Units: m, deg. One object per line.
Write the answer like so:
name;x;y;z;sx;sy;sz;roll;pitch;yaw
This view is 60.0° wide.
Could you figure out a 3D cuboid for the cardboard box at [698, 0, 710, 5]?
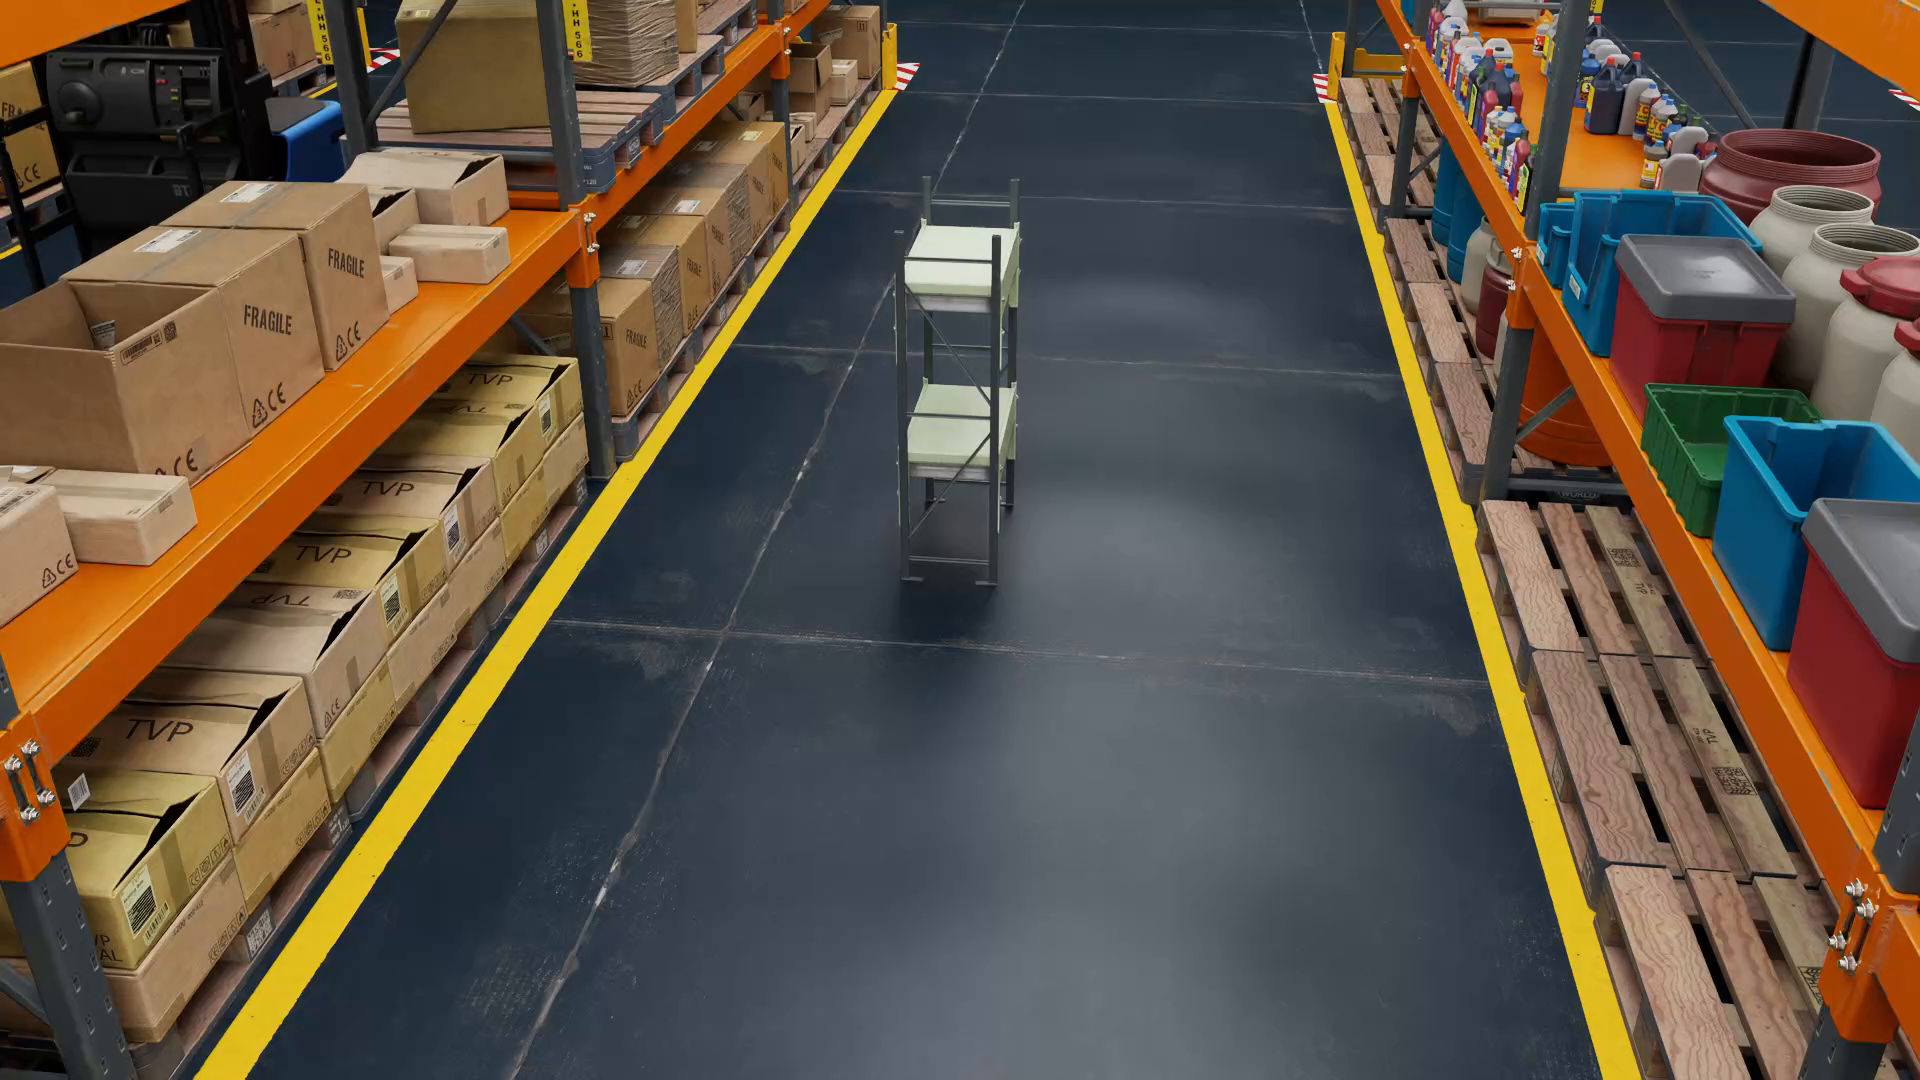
cardboard box;-1.914;-3.552;10.133;0.700;0.500;0.500;-6;29;-11

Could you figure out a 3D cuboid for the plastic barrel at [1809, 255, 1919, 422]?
plastic barrel;2.779;-0.525;4.918;0.433;0.535;0.433;0;28;0

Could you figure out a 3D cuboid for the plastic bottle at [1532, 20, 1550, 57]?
plastic bottle;3.428;-2.951;9.774;0.097;0.201;0.097;0;28;0

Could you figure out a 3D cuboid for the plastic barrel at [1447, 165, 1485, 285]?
plastic barrel;3.111;-1.917;9.414;0.600;0.901;0.708;3;28;6

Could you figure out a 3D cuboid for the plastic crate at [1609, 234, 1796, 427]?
plastic crate;2.290;-0.646;5.219;0.402;0.464;0.583;3;28;6

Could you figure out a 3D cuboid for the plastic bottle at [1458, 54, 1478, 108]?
plastic bottle;2.664;-2.393;8.666;0.097;0.271;0.097;0;28;0

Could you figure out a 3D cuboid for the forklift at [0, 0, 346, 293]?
forklift;-4.266;-2.265;8.364;1.130;2.935;3.031;3;28;5

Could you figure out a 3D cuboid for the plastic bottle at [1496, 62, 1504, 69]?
plastic bottle;2.831;-2.417;8.783;0.097;0.201;0.097;0;28;0

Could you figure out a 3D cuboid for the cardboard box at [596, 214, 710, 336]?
cardboard box;-1.660;-1.424;8.902;0.500;0.500;0.500;3;28;6

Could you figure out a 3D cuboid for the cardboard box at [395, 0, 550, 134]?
cardboard box;-2.159;-2.182;7.590;0.700;0.500;0.500;-6;29;-11

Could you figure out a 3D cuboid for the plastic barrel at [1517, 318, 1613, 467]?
plastic barrel;2.835;-0.822;7.458;0.600;0.830;0.708;3;28;6

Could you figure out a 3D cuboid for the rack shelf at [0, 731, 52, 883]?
rack shelf;-2.859;1.490;2.079;1.077;0.370;4.000;3;28;6

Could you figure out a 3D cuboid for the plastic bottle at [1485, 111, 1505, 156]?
plastic bottle;2.550;-1.926;7.871;0.097;0.201;0.097;0;28;0

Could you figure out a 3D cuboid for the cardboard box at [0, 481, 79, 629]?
cardboard box;-2.597;0.064;4.127;0.500;0.250;0.500;5;29;9

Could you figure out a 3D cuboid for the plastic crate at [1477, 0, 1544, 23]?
plastic crate;3.481;-3.365;10.548;0.396;0.136;0.243;3;28;6

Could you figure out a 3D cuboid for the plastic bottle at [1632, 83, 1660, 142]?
plastic bottle;3.348;-2.086;8.095;0.097;0.271;0.097;0;28;0

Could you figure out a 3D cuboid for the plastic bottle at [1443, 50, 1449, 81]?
plastic bottle;2.737;-2.644;9.204;0.097;0.201;0.097;0;28;0

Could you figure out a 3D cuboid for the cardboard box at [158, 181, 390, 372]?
cardboard box;-2.313;-0.904;5.660;0.500;0.500;0.500;2;28;3

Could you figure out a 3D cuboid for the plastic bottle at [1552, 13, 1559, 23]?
plastic bottle;3.554;-2.985;9.759;0.152;0.276;0.135;3;28;6

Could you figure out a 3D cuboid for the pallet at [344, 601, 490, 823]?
pallet;-2.416;0.535;6.034;1.003;0.211;1.213;3;28;6

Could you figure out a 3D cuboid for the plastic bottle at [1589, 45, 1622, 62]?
plastic bottle;3.431;-2.512;8.881;0.152;0.276;0.135;3;28;6

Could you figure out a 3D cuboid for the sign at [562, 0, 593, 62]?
sign;-1.573;-2.130;6.820;0.100;0.325;0.005;3;28;6

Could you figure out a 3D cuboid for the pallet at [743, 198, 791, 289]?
pallet;-1.696;-1.921;10.593;1.003;0.211;1.213;3;28;6

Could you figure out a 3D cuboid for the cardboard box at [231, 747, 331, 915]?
cardboard box;-2.255;0.842;4.981;0.500;0.250;0.500;4;29;7

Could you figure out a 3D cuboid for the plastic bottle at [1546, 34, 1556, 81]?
plastic bottle;3.328;-2.692;9.136;0.144;0.351;0.185;3;28;6

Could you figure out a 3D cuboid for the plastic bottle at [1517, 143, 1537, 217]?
plastic bottle;2.418;-1.525;7.041;0.061;0.283;0.133;3;28;6

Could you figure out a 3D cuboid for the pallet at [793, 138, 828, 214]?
pallet;-1.549;-2.629;11.907;1.003;0.211;1.213;3;28;6

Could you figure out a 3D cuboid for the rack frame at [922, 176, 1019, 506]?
rack frame;0.044;-0.829;7.208;0.400;1.500;0.023;3;28;6

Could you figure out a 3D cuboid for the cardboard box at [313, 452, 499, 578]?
cardboard box;-2.066;-0.129;6.191;0.500;0.311;0.500;3;28;6

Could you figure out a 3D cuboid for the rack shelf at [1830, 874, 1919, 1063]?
rack shelf;2.056;1.780;1.542;1.077;0.370;4.000;3;28;6

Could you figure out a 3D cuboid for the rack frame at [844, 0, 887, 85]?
rack frame;-1.144;-5.416;14.141;1.000;3.000;0.127;3;28;6

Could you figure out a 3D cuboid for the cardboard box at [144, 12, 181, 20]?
cardboard box;-6.415;-4.092;13.191;0.380;0.149;0.250;3;28;5

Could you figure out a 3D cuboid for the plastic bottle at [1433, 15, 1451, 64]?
plastic bottle;2.789;-2.875;9.560;0.097;0.271;0.097;0;28;0

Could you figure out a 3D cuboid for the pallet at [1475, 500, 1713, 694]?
pallet;2.658;0.229;6.602;1.003;0.211;1.213;3;28;6

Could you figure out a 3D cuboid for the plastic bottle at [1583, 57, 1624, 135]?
plastic bottle;3.191;-2.197;8.218;0.144;0.351;0.185;3;28;6

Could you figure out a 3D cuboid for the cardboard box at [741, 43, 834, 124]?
cardboard box;-1.409;-3.513;12.776;0.797;0.503;0.637;3;28;6

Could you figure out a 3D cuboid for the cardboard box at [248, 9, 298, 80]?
cardboard box;-6.108;-4.216;14.106;0.700;0.500;0.500;3;28;6

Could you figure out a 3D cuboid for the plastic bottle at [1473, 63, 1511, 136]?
plastic bottle;2.619;-2.165;8.158;0.144;0.351;0.185;3;28;6

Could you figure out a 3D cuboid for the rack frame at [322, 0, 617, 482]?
rack frame;-2.124;-1.651;7.151;1.000;3.000;0.127;3;28;6

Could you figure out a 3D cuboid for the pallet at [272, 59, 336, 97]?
pallet;-6.081;-4.094;14.626;1.003;0.211;1.213;3;28;6

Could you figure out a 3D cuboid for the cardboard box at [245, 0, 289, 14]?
cardboard box;-5.913;-4.546;14.034;0.380;0.149;0.250;4;29;8

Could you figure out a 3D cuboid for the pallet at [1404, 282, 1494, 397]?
pallet;2.999;-1.080;9.031;1.003;0.211;1.213;3;28;6

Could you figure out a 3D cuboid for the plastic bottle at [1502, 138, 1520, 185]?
plastic bottle;2.490;-1.696;7.446;0.097;0.201;0.097;0;28;0

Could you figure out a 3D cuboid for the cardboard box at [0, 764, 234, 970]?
cardboard box;-2.316;0.831;4.410;0.500;0.311;0.500;3;29;6

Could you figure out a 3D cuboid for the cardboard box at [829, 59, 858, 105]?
cardboard box;-1.112;-3.684;13.360;0.500;0.250;0.500;3;28;6

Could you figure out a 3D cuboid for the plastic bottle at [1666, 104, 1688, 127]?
plastic bottle;3.312;-1.881;7.702;0.061;0.283;0.133;3;28;6

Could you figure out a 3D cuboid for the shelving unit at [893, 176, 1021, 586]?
shelving unit;-0.001;-0.657;6.888;0.431;1.500;0.755;3;28;6

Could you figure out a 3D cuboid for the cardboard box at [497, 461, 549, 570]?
cardboard box;-2.006;-0.120;6.767;0.500;0.250;0.500;3;28;6

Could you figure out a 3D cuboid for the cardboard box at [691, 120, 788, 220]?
cardboard box;-1.410;-2.378;10.673;0.500;0.500;0.500;3;28;6
